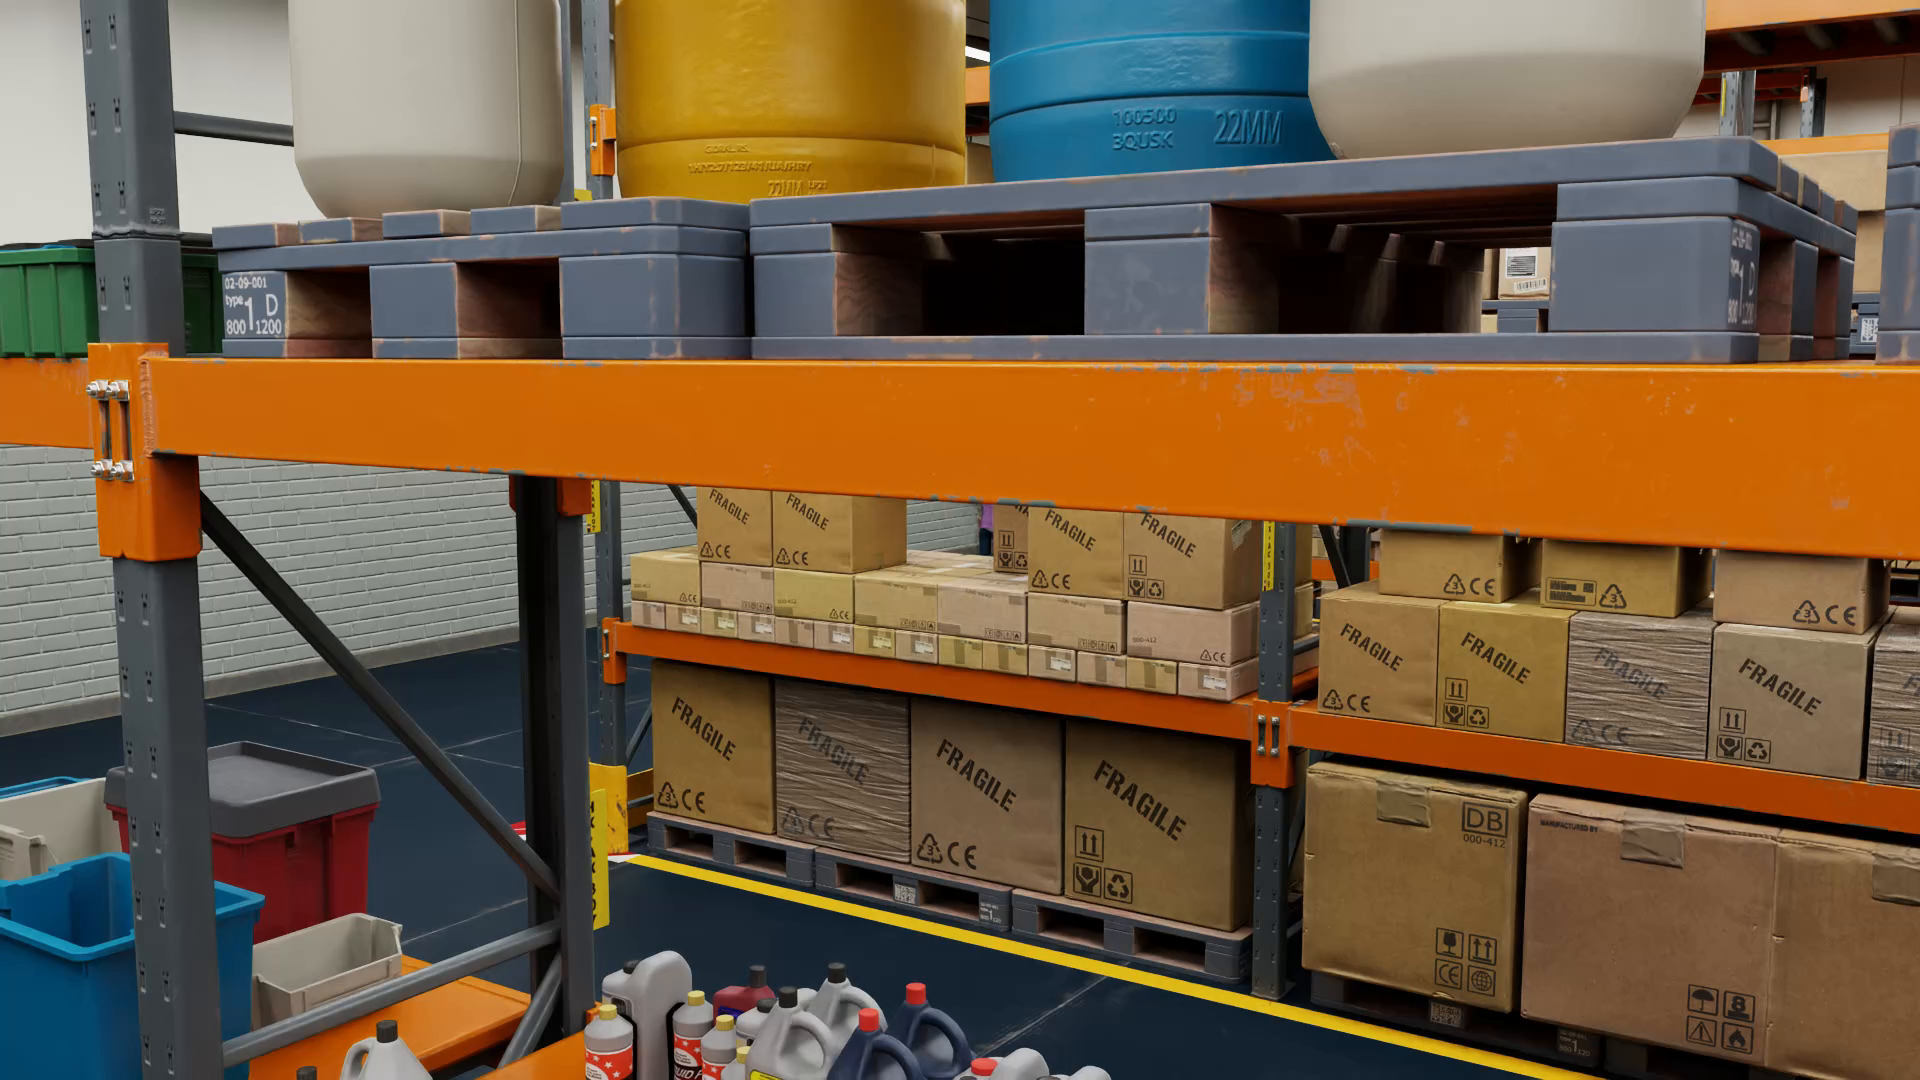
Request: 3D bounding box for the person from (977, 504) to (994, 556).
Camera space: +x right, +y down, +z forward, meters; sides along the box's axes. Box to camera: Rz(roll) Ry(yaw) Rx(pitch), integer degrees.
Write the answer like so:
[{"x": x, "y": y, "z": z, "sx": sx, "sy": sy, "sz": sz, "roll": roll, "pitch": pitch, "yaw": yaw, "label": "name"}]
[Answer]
[{"x": 0.371, "y": -0.117, "z": 18.807, "sx": 0.453, "sy": 1.557, "sz": 0.824, "roll": 5, "pitch": 8, "yaw": 37, "label": "person"}]
